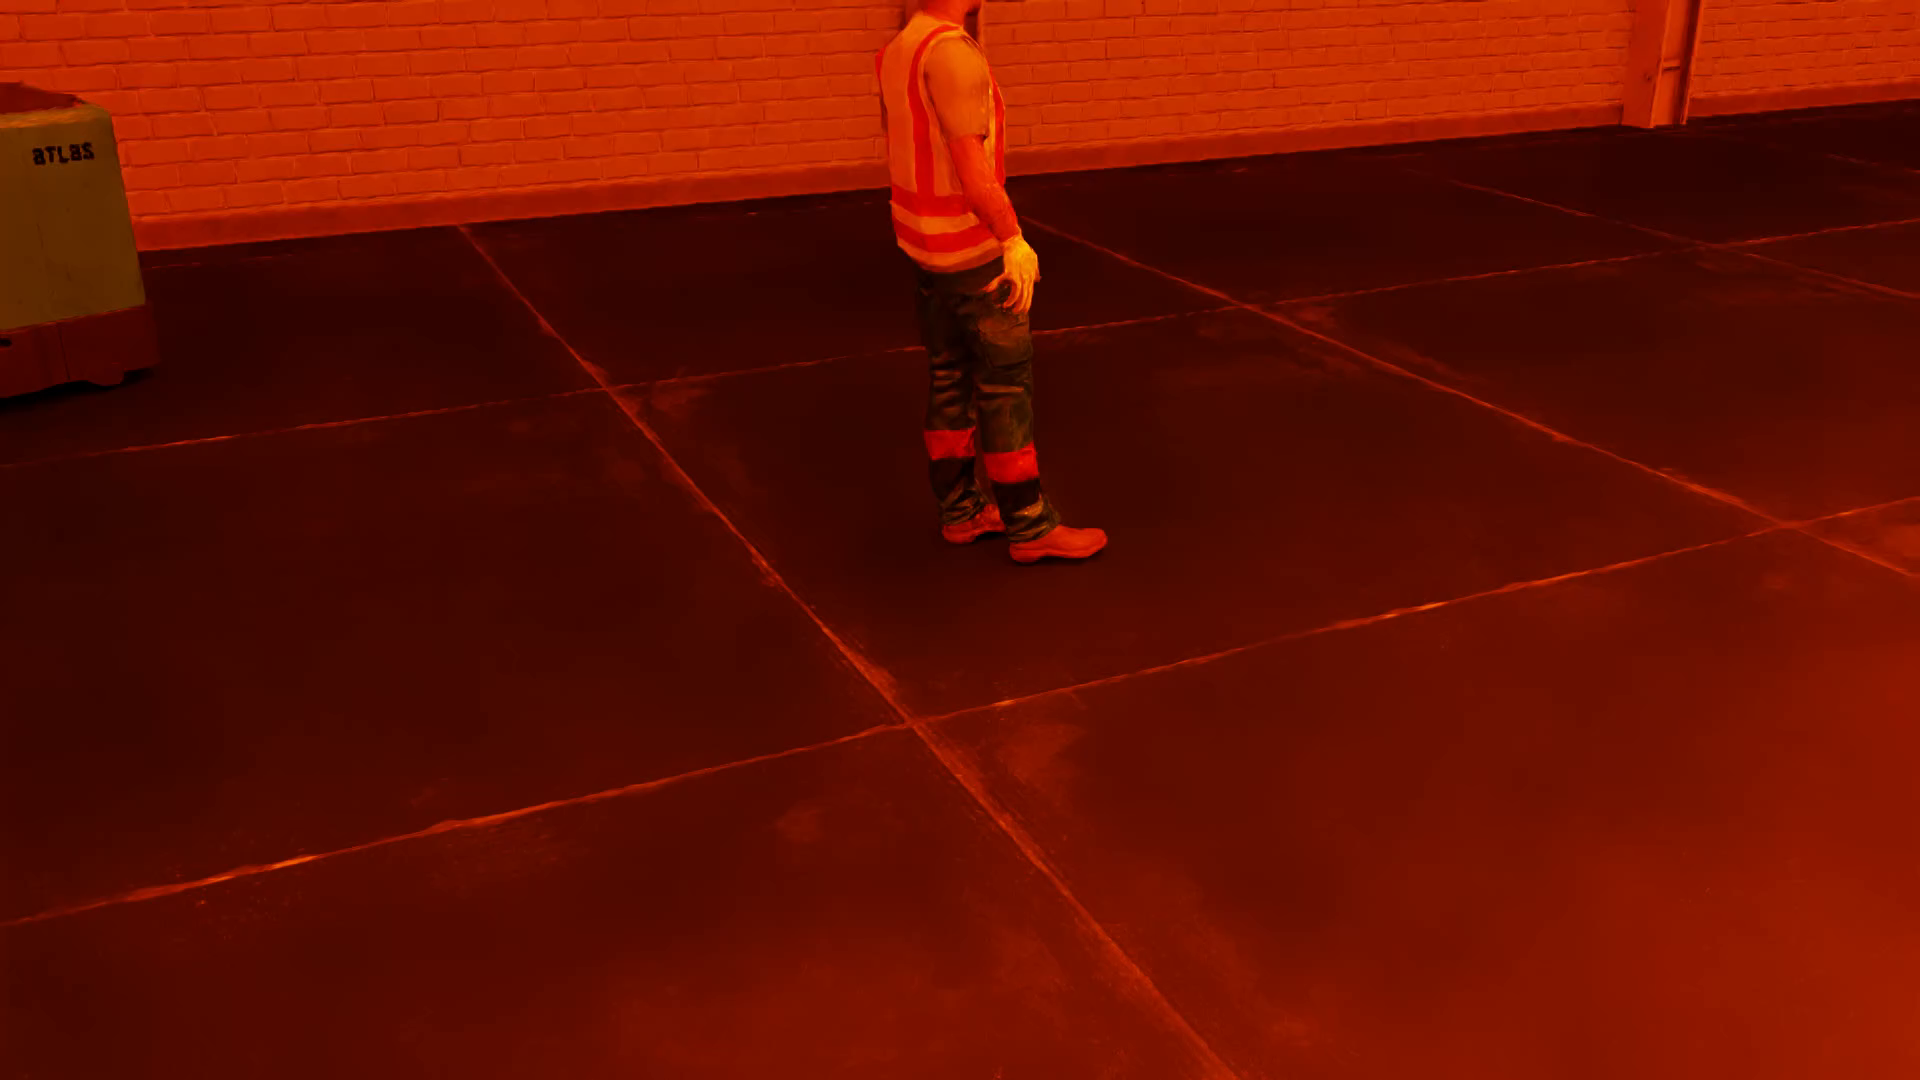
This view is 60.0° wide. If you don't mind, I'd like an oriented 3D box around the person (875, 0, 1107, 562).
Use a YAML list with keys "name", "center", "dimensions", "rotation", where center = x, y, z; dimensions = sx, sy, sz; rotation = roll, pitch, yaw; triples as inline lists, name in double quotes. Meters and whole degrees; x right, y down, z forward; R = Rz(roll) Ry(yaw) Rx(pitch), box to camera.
- name: "person"
  center: [0.078, -0.842, 4.783]
  dimensions: [0.563, 1.787, 0.637]
  rotation: [-10, 25, -23]

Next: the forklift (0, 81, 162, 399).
- name: "forklift"
  center: [-4.585, -1.725, 5.437]
  dimensions: [1.130, 2.935, 3.031]
  rotation: [21, 30, 41]
